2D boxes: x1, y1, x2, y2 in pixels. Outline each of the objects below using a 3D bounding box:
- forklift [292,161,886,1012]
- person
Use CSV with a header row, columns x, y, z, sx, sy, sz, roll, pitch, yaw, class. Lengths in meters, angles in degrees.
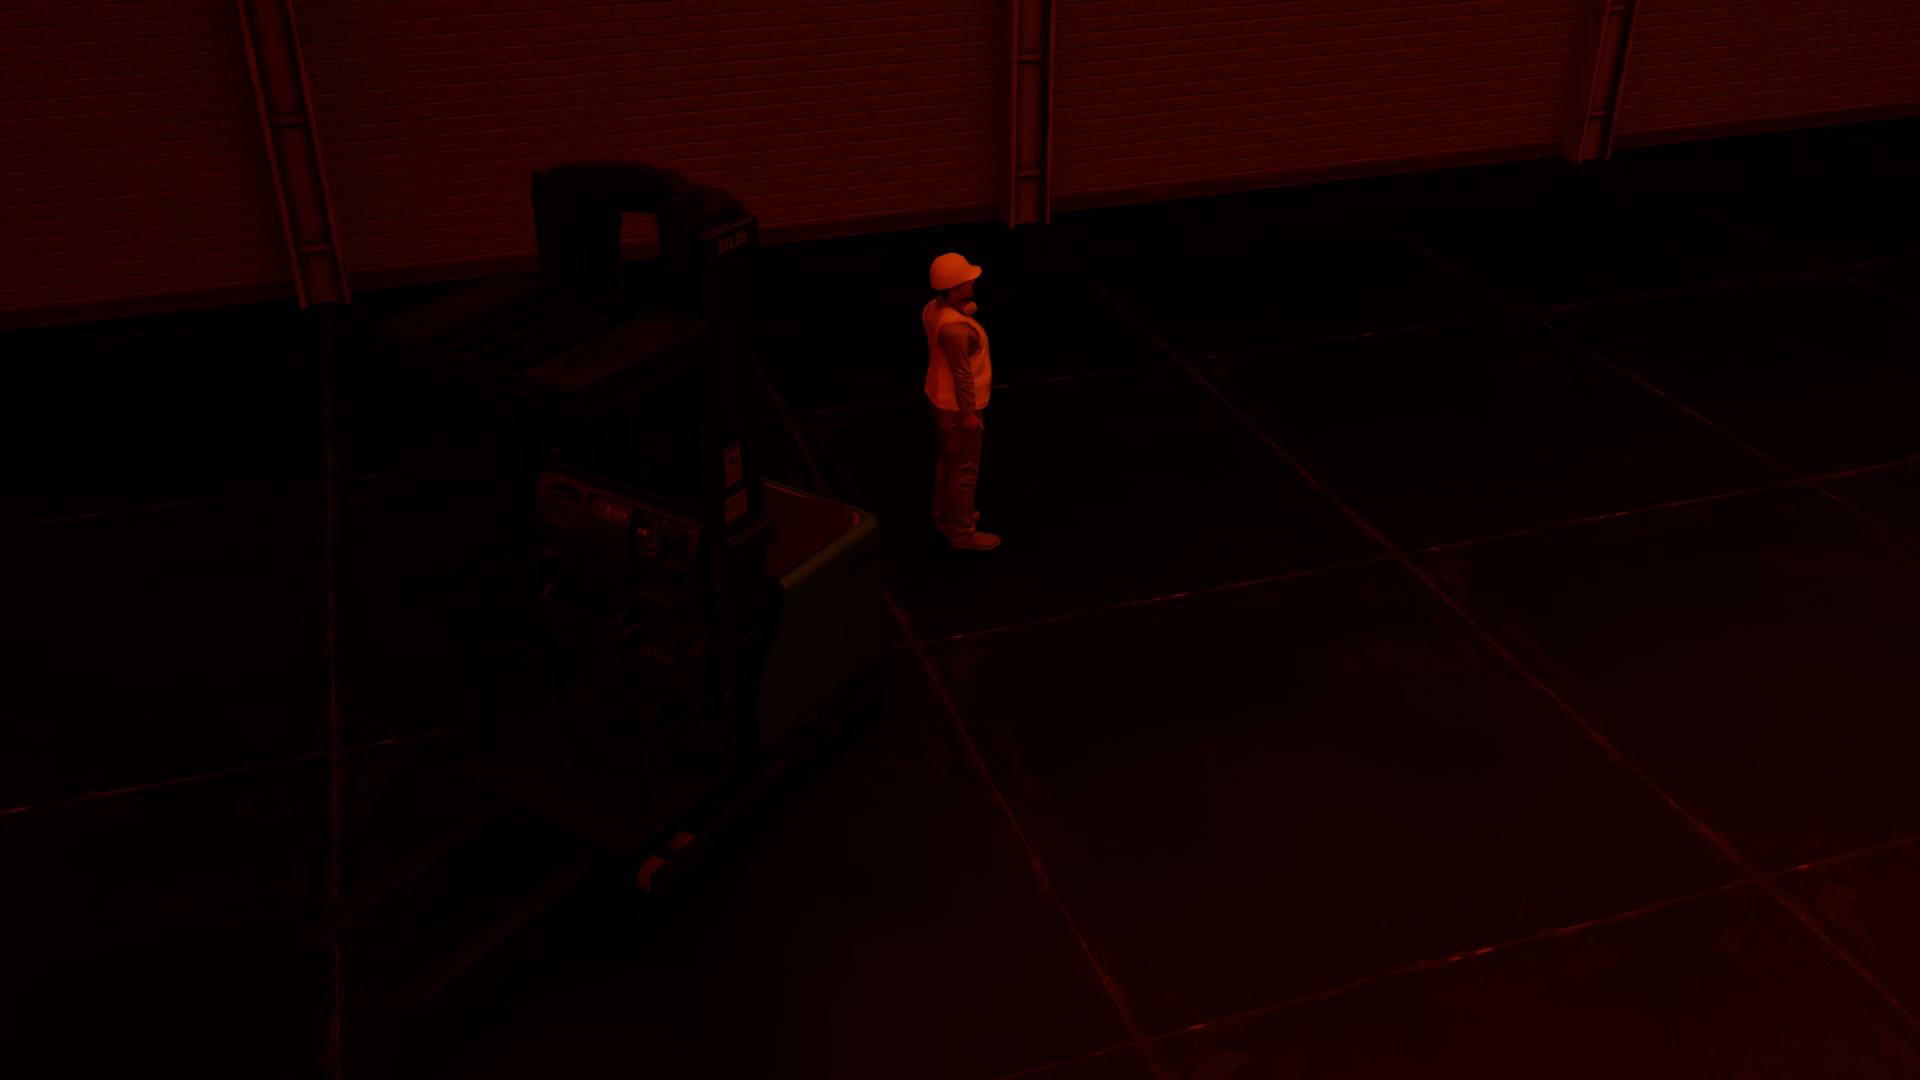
x,y,z,sx,sy,sz,roll,pitch,yaw,class
-1.603,0.020,7.052,1.130,2.935,3.031,18,34,28,forklift
-0.004,-0.807,9.572,0.373,1.775,0.525,-10,31,-16,person
